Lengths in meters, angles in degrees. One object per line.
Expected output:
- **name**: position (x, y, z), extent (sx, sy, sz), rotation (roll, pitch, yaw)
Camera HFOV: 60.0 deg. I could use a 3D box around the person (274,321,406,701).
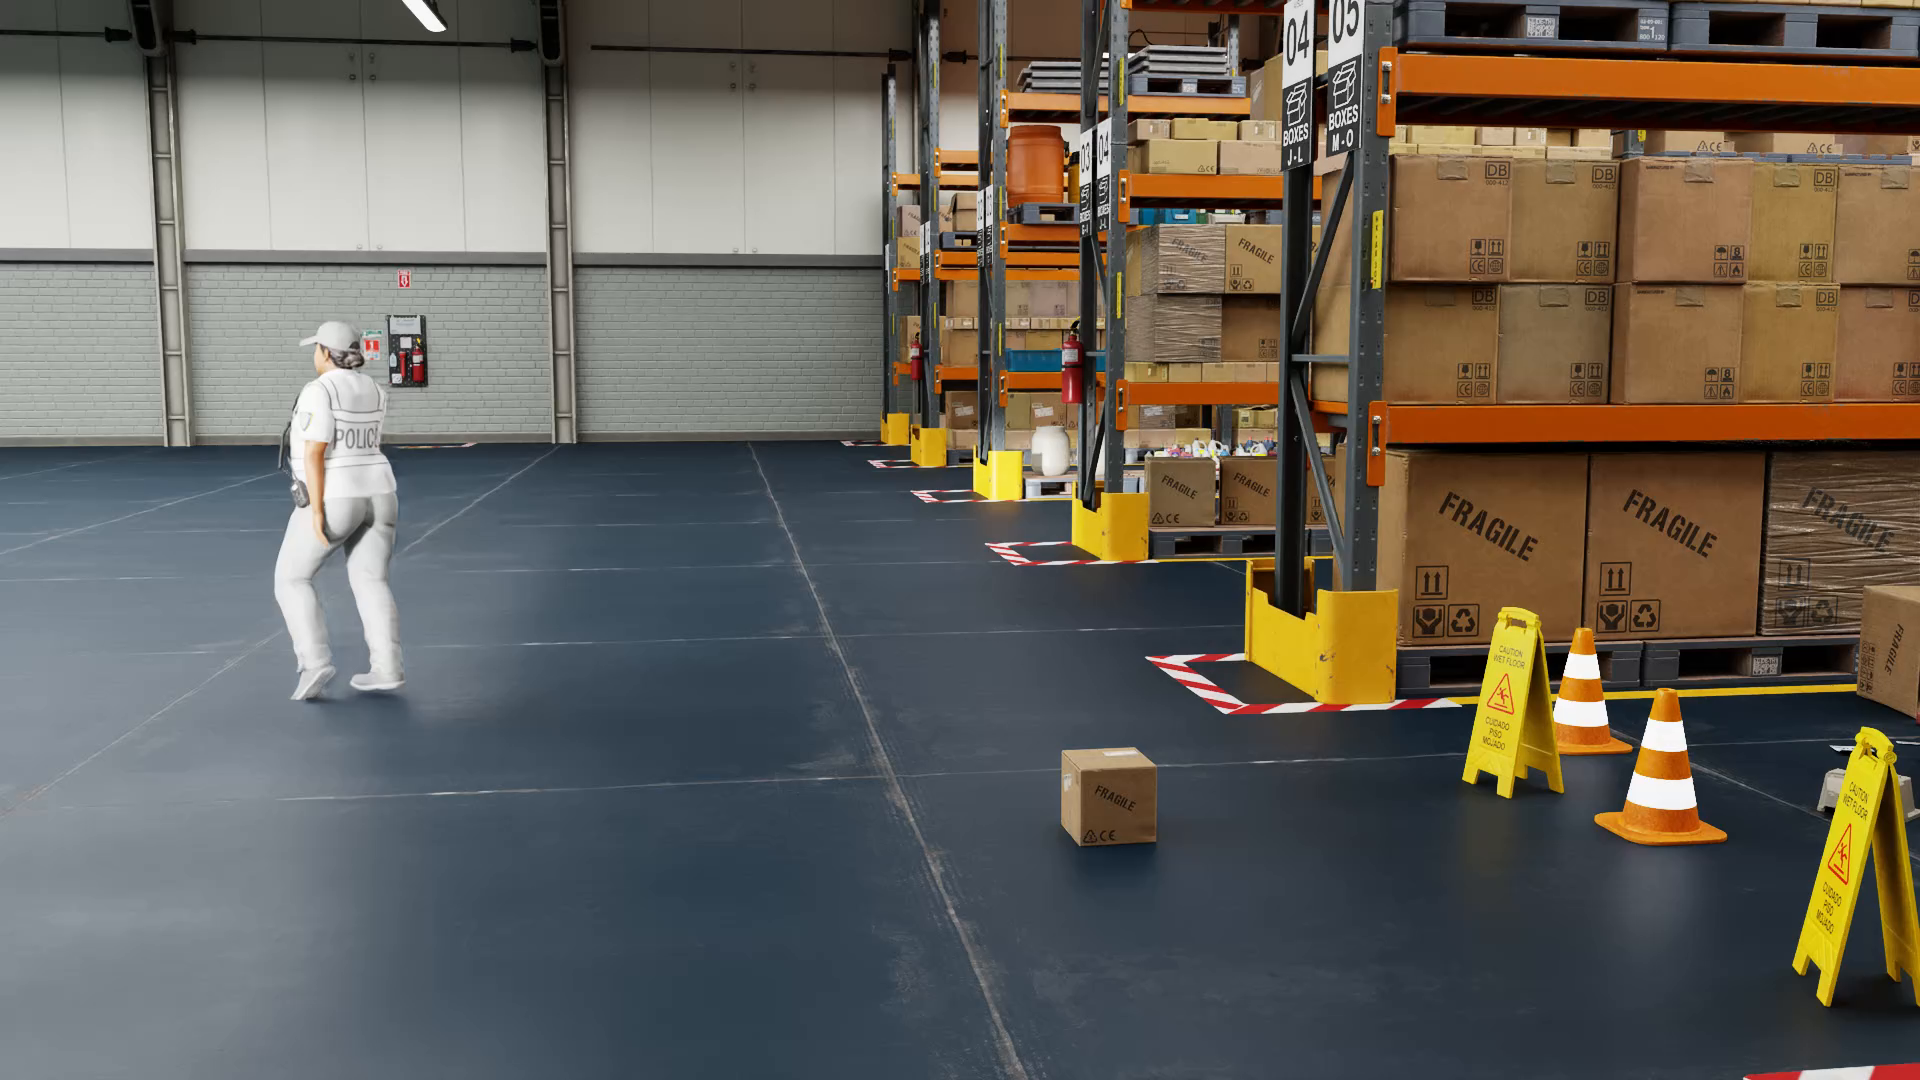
- **person**: position (-2.764, -0.106, 7.419), extent (0.547, 1.731, 0.479), rotation (4, 8, 30)
